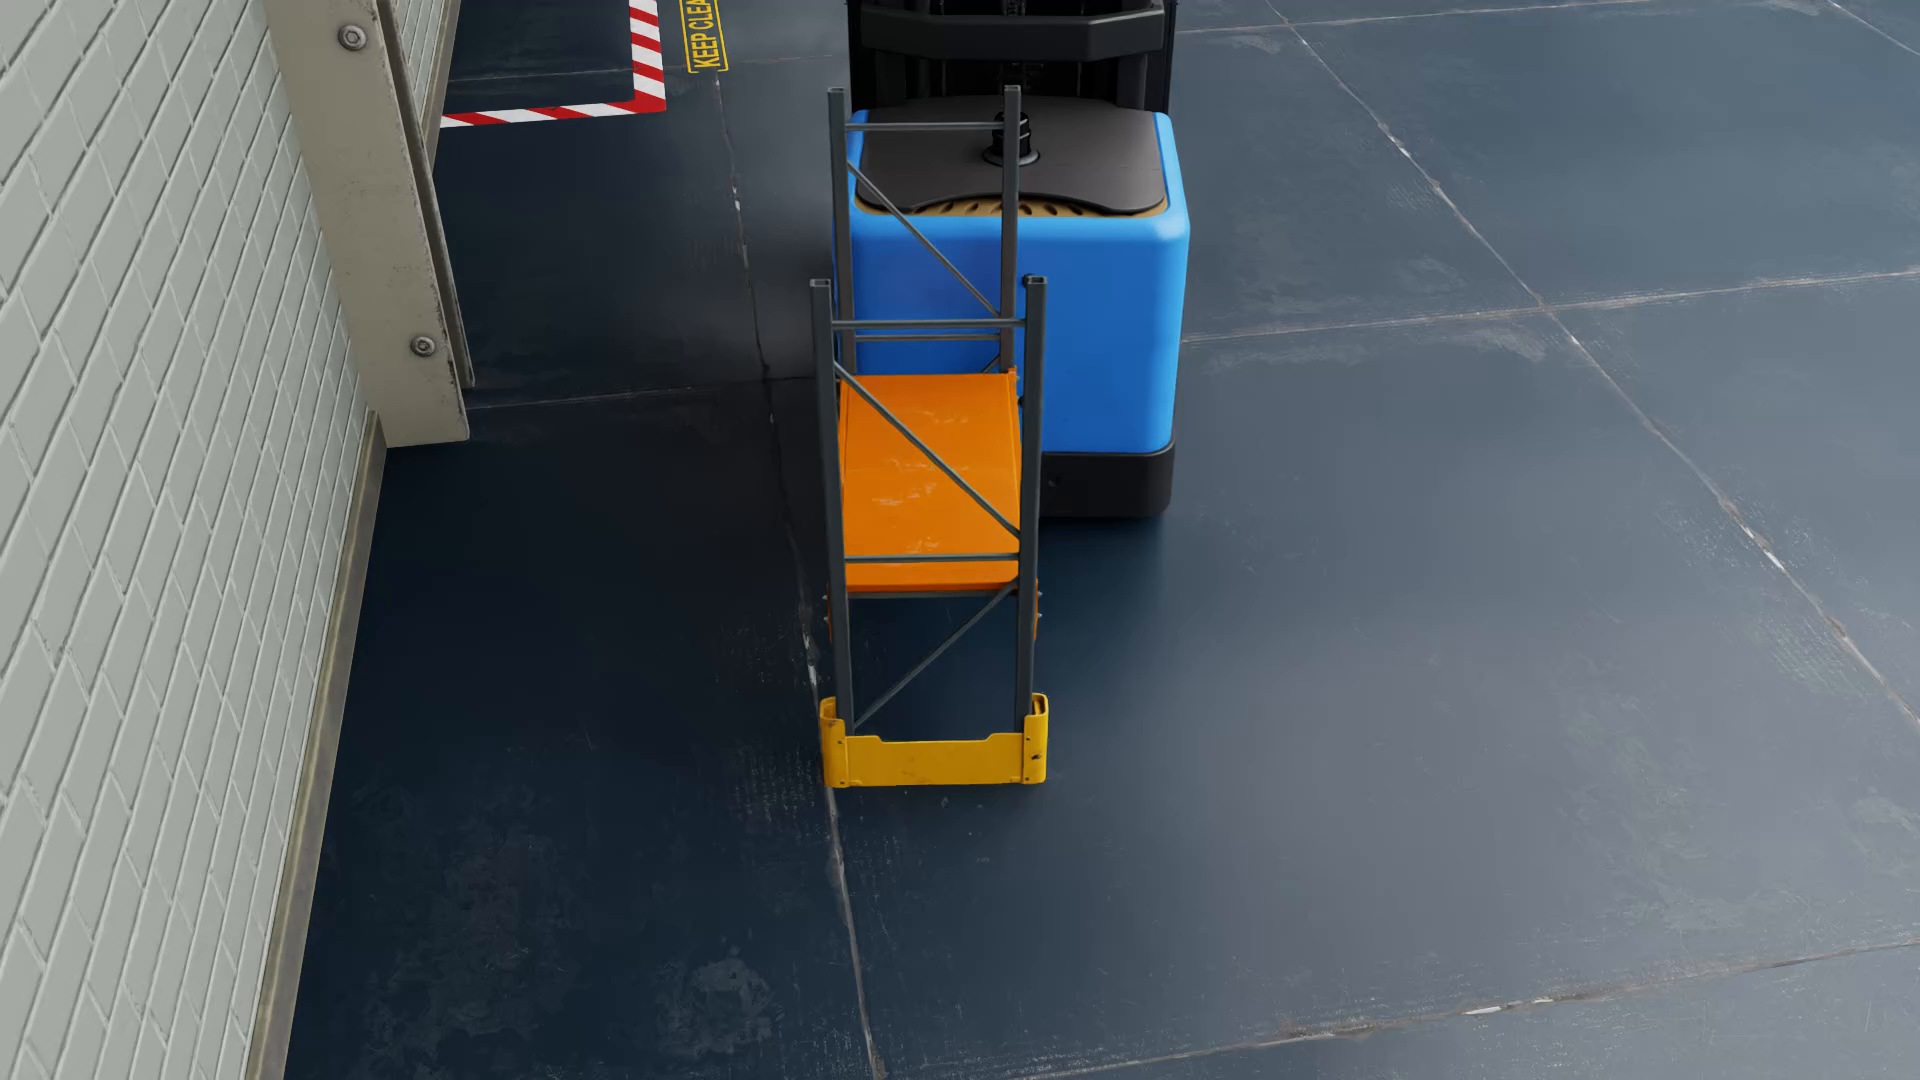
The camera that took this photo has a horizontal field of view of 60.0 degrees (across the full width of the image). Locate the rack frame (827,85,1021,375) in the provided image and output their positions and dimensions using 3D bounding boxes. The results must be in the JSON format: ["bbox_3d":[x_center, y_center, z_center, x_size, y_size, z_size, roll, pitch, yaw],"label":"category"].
[{"bbox_3d":[-0.093,-0.577,4.771,0.500,1.500,0.032,-1,38,-1],"label":"rack frame"}]

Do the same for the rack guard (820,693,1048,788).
[{"bbox_3d":[-0.067,0.528,4.367,0.587,0.250,0.087,-1,38,-1],"label":"rack guard"}]

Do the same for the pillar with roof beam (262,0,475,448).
[{"bbox_3d":[2.370,-4.463,3.660,9.100,9.000,0.400,-6,38,-8],"label":"pillar with roof beam"}]

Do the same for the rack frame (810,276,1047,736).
[{"bbox_3d":[-0.067,0.046,3.968,0.500,1.500,0.032,-1,38,-1],"label":"rack frame"}]

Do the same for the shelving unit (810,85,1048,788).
[{"bbox_3d":[-0.080,-0.271,4.377,0.587,1.500,1.083,-1,38,-1],"label":"shelving unit"}]

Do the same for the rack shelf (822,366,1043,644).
[{"bbox_3d":[-0.080,-0.124,4.480,0.538,0.185,1.000,-1,38,-1],"label":"rack shelf"}]

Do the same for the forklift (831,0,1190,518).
[{"bbox_3d":[0.176,-2.103,5.568,1.130,2.935,3.031,1,38,1],"label":"forklift"}]
